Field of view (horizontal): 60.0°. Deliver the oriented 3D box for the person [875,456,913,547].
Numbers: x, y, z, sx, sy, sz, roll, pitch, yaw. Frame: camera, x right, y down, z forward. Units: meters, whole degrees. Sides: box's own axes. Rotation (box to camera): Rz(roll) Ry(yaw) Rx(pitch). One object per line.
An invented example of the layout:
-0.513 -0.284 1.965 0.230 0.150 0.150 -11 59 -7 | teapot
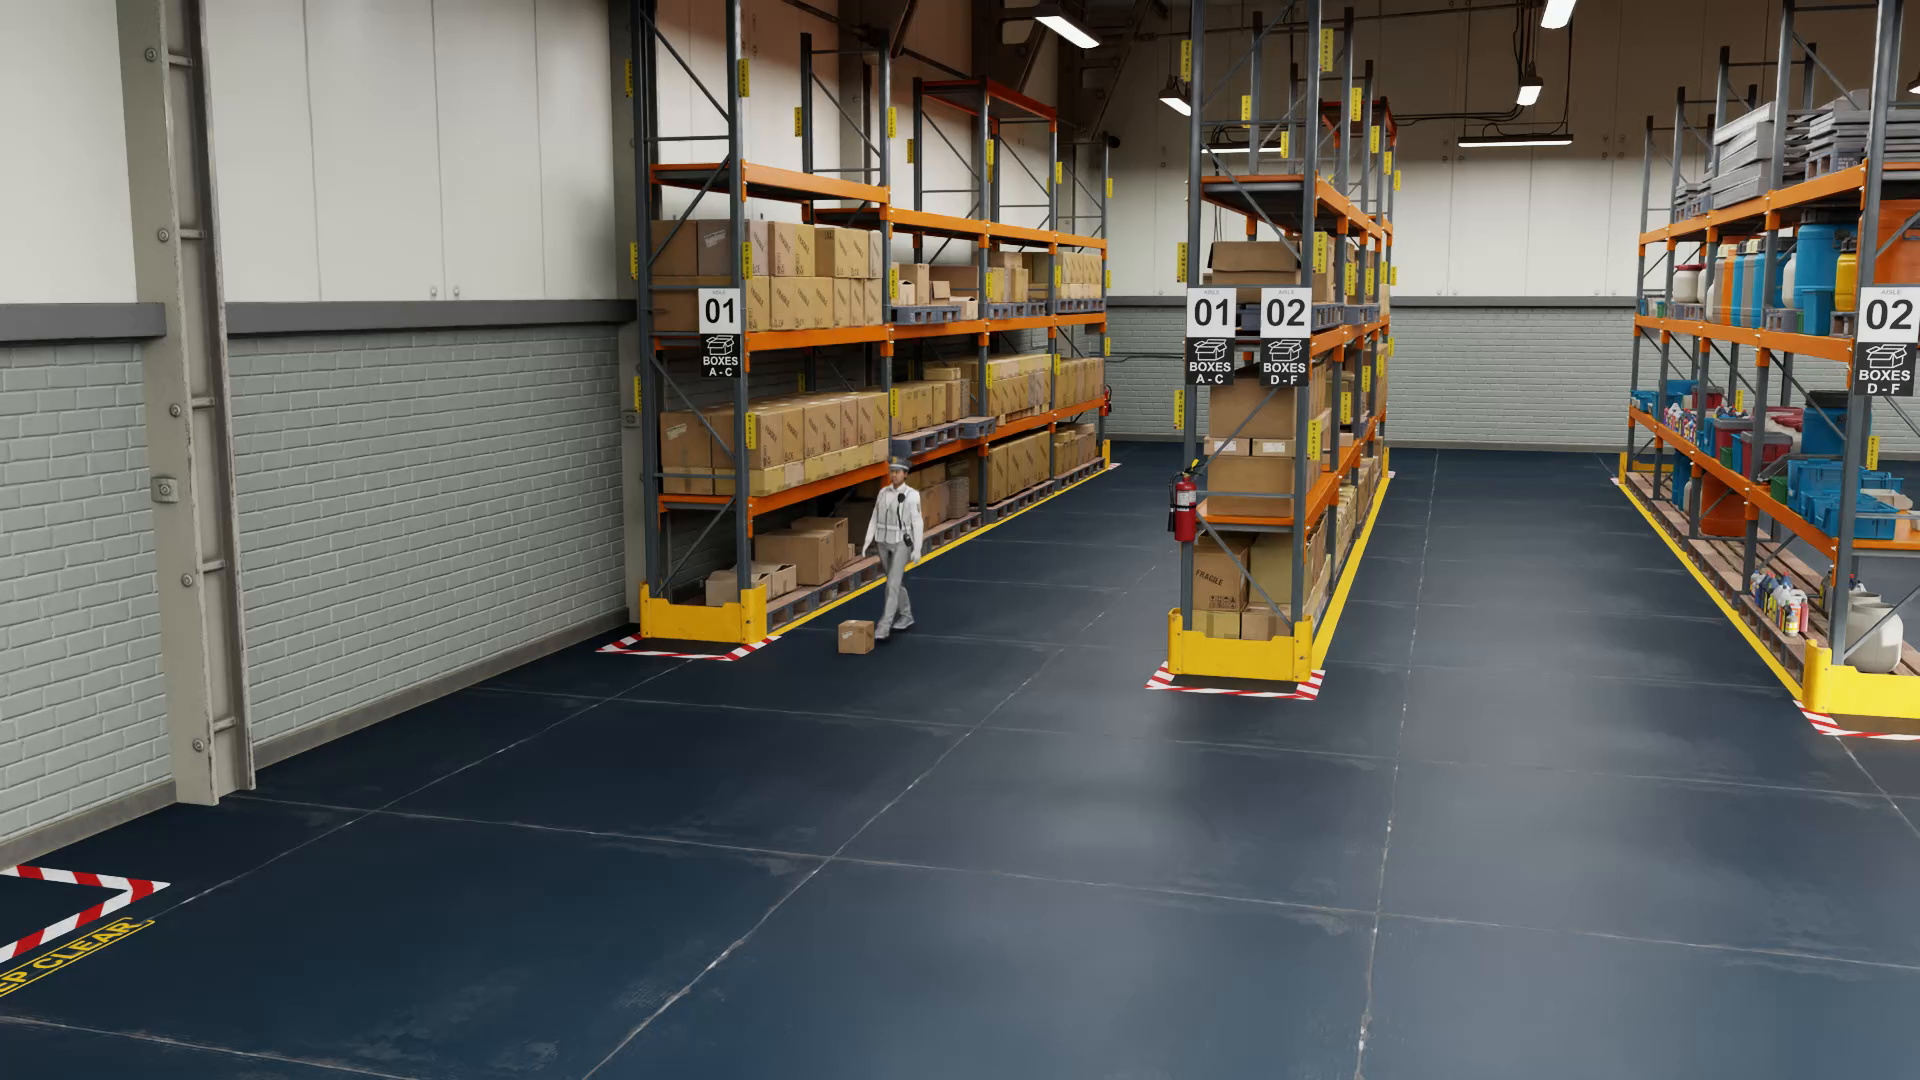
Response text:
-0.581 -0.366 15.372 0.362 0.831 0.349 6 10 36 | person
